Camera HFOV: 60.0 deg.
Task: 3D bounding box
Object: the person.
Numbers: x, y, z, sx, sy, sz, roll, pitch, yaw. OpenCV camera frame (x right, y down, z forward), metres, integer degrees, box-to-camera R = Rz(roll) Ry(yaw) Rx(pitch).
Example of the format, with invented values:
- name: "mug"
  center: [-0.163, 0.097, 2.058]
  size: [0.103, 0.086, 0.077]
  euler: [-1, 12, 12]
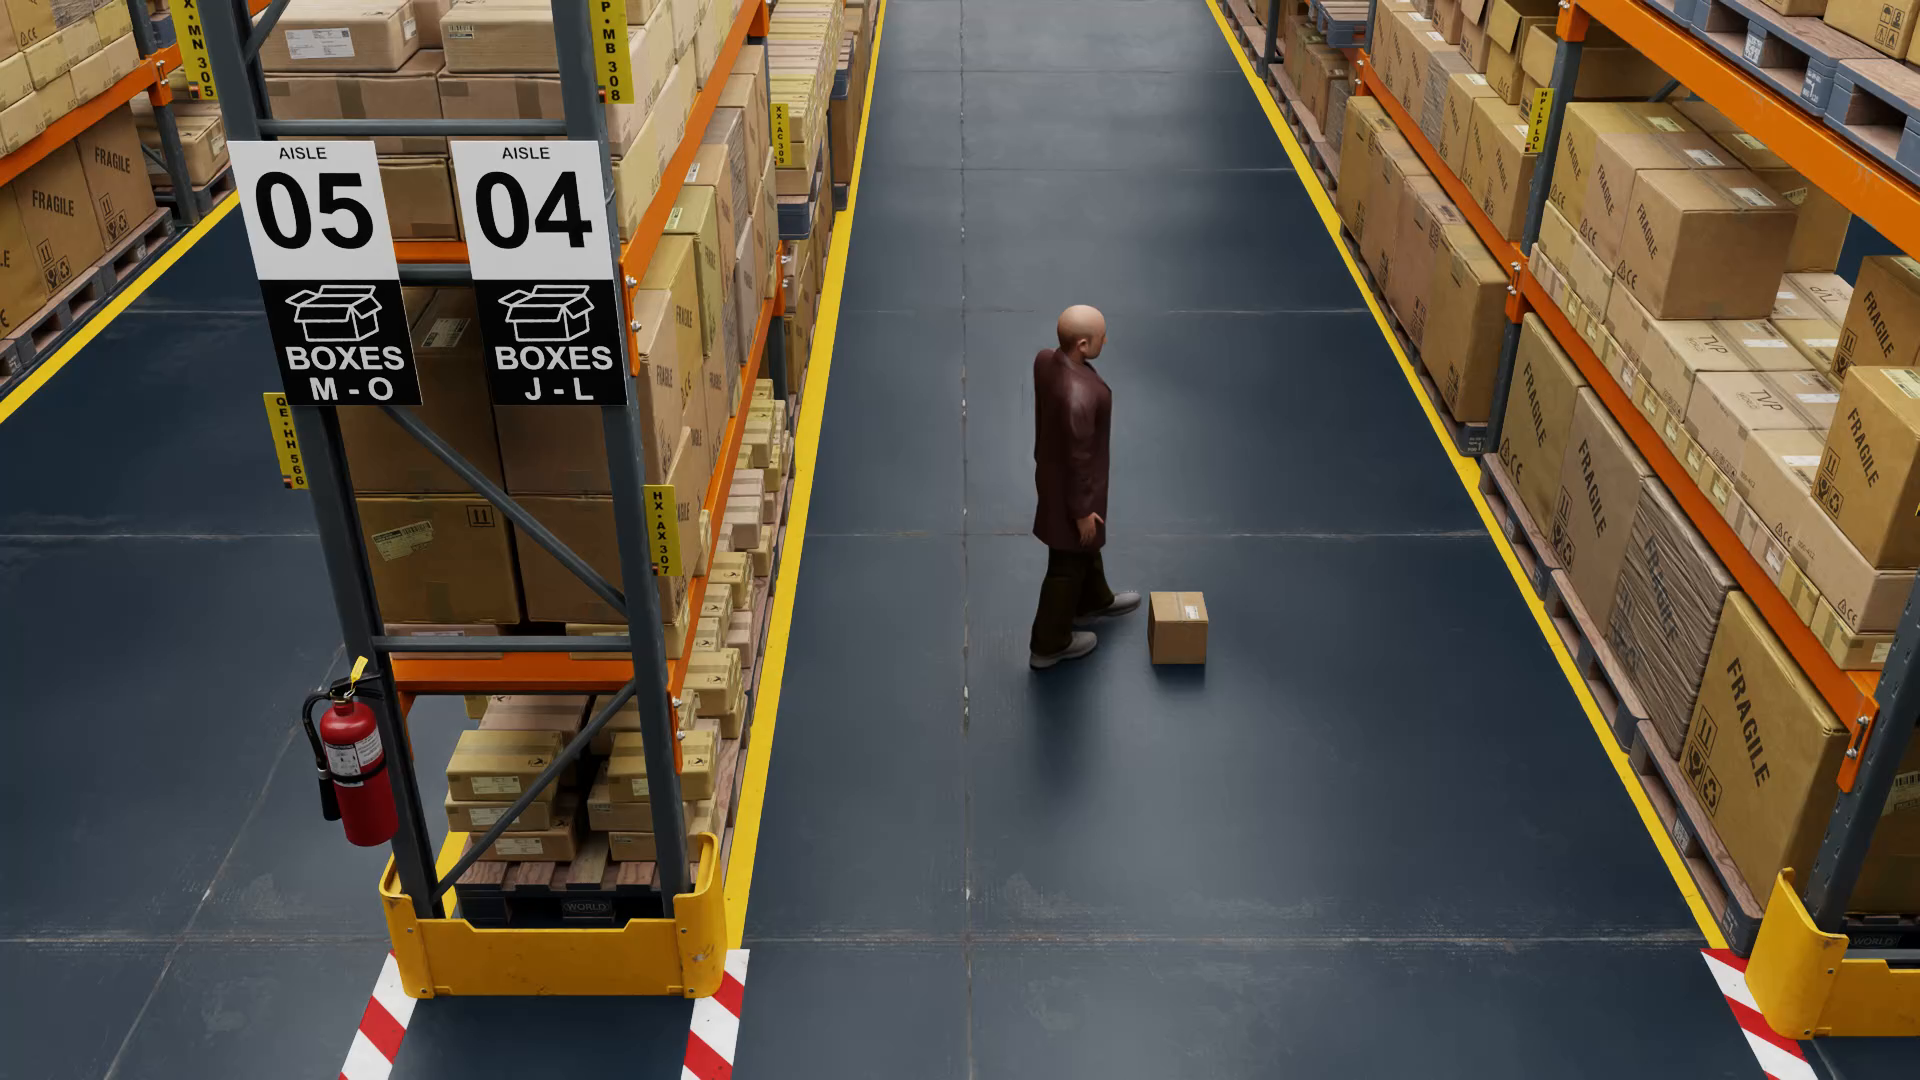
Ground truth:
- name: "person"
  center: [0.623, -0.262, 7.565]
  size: [0.663, 1.777, 0.620]
  euler: [-8, 32, -13]
